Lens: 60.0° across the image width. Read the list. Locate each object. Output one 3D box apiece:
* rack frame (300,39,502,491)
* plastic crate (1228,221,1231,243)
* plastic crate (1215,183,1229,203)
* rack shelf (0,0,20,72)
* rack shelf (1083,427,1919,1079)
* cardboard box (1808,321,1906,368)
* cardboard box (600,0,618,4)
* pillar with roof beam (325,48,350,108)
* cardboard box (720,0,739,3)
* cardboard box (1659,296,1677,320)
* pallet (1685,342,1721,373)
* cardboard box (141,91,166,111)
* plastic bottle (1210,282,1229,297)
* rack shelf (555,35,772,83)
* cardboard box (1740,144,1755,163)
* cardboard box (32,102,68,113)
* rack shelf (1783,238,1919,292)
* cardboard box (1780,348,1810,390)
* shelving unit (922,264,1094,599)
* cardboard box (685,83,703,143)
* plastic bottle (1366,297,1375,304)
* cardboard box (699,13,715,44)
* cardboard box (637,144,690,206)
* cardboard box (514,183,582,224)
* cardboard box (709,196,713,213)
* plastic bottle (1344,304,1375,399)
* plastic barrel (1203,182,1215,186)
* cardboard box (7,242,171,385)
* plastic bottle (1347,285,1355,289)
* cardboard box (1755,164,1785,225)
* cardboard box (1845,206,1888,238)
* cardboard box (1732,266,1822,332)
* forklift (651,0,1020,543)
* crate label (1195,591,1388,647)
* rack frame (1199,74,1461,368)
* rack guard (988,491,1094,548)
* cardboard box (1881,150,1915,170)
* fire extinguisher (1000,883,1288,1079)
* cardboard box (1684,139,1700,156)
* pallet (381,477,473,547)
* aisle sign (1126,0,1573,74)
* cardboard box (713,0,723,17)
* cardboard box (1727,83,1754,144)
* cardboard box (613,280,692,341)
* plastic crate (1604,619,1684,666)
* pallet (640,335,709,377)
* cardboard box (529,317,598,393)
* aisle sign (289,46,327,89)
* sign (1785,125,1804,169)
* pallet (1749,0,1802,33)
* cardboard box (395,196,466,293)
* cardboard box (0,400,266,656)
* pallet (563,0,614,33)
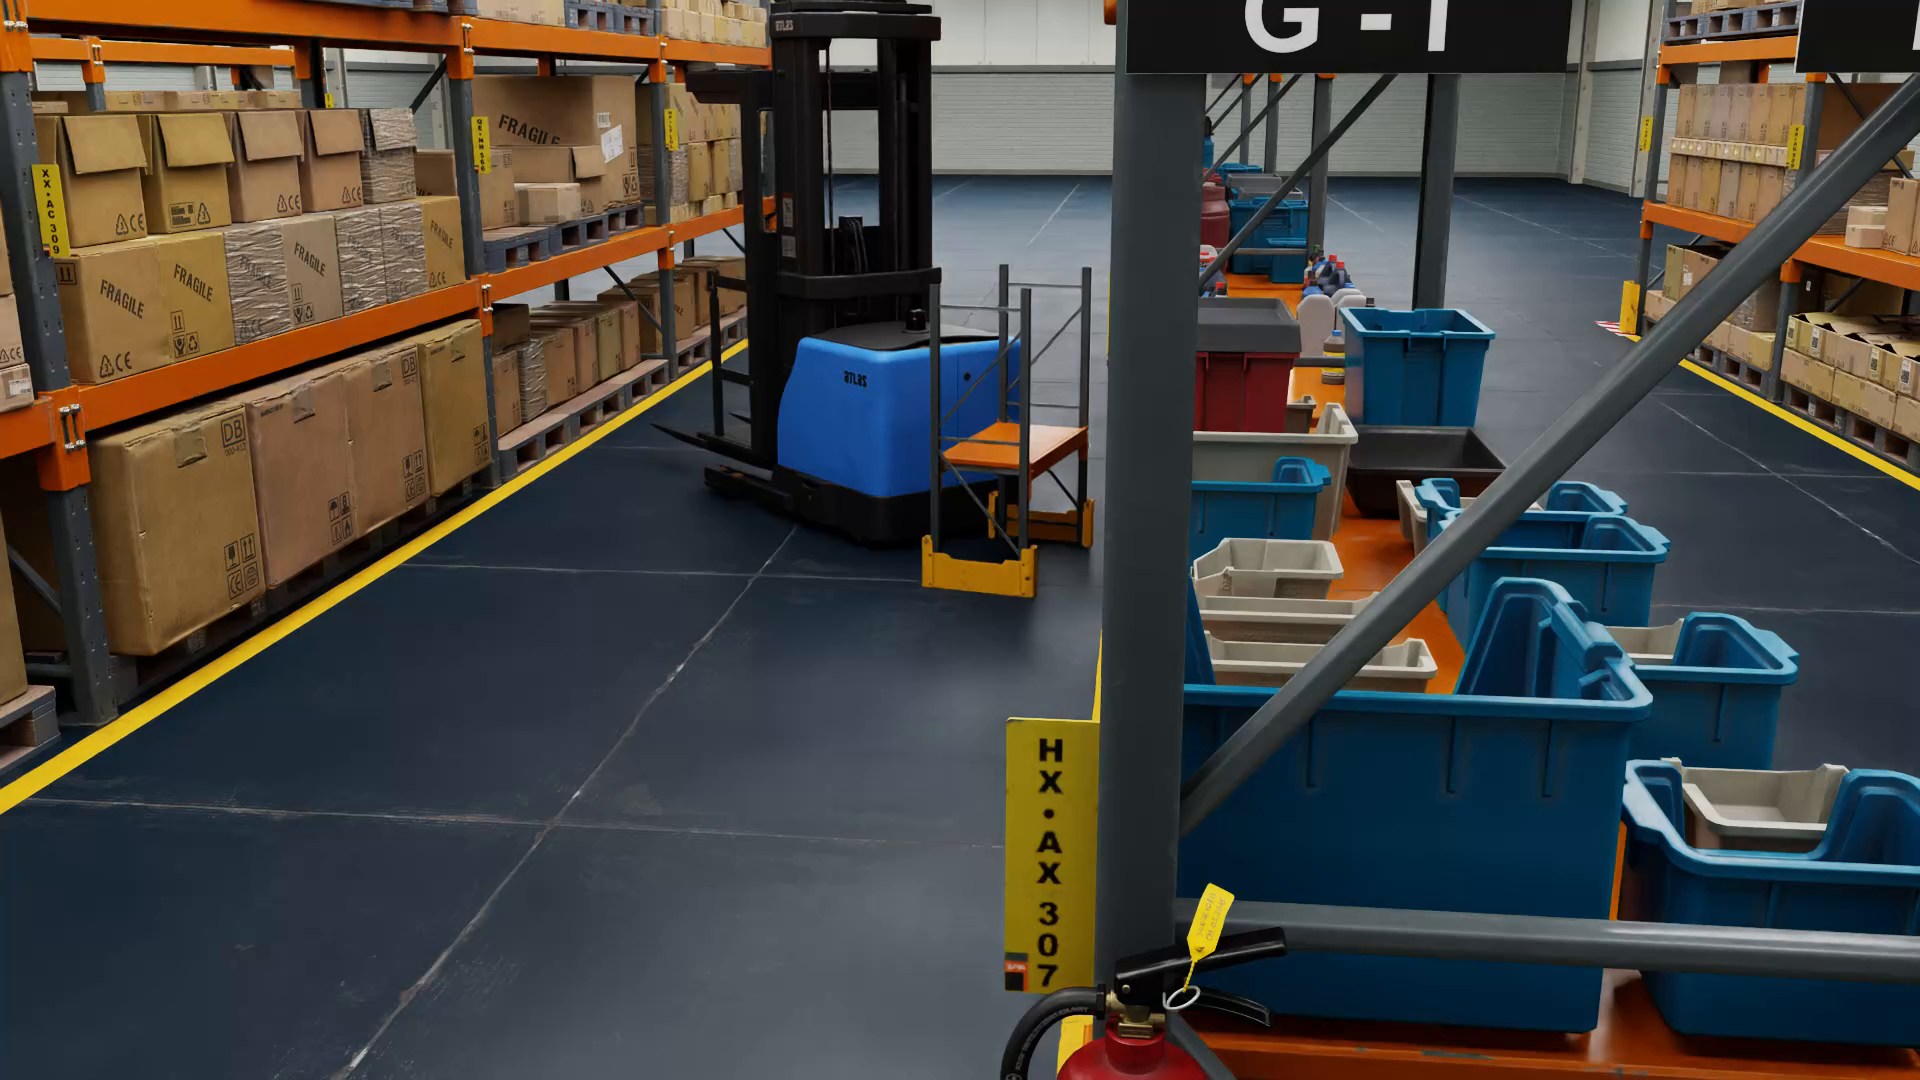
[{"bbox_3d":[-3.371,-1.781,10.003,1.000,3.000,0.127,2,15,6],"label":"rack frame"},{"bbox_3d":[2.086,-2.111,11.627,0.450,0.188,0.662,2,15,6],"label":"plastic crate"},{"bbox_3d":[2.187,-2.775,13.797,0.767,0.338,0.504,2,15,6],"label":"plastic crate"},{"bbox_3d":[-4.048,-1.326,3.951,1.077,0.370,4.000,2,15,6],"label":"rack shelf"},{"bbox_3d":[0.874,0.268,3.803,1.077,0.370,4.000,2,15,6],"label":"rack shelf"},{"bbox_3d":[6.567,-1.443,12.139,0.500,0.311,0.500,2,15,6],"label":"cardboard box"},{"bbox_3d":[-3.071,-4.400,12.940,0.797,0.503,0.637,1,15,3],"label":"cardboard box"},{"bbox_3d":[-11.235,-13.133,40.491,9.100,9.000,0.400,2,15,6],"label":"pillar with roof beam"},{"bbox_3d":[-2.391,-5.328,15.654,0.500,0.500,0.500,2,15,6],"label":"cardboard box"},{"bbox_3d":[7.040,-2.177,15.928,0.500,0.250,0.500,2,15,6],"label":"cardboard box"},{"bbox_3d":[7.190,-1.702,15.053,1.003,0.211,1.213,2,15,6],"label":"pallet"},{"bbox_3d":[-7.814,-3.825,15.207,0.875,0.550,0.550,2,15,6],"label":"cardboard box"},{"bbox_3d":[1.042,-0.866,6.712,0.144,0.351,0.185,2,15,6],"label":"plastic bottle"},{"bbox_3d":[-2.694,-4.438,15.461,1.077,0.370,4.000,2,15,6],"label":"rack shelf"},{"bbox_3d":[6.886,-3.294,14.161,0.380,0.149,0.250,2,15,8],"label":"cardboard box"},{"bbox_3d":[-7.886,-3.393,13.857,0.700,0.500,0.500,1,15,5],"label":"cardboard box"},{"bbox_3d":[6.698,-1.660,10.933,1.077,0.370,4.000,2,15,6],"label":"rack shelf"},{"bbox_3d":[6.632,-1.304,12.701,0.500,0.250,0.500,1,15,5],"label":"cardboard box"},{"bbox_3d":[0.269,-0.595,8.490,0.587,1.500,1.083,6,16,20],"label":"shelving unit"},{"bbox_3d":[-2.561,-3.732,14.541,0.500,0.500,0.500,2,15,6],"label":"cardboard box"},{"bbox_3d":[1.665,-0.855,6.799,0.061,0.283,0.133,2,15,6],"label":"plastic bottle"},{"bbox_3d":[-2.493,-4.569,14.855,0.500,0.250,0.500,1,15,4],"label":"cardboard box"},{"bbox_3d":[-2.807,-3.126,14.213,0.875,0.500,0.500,2,15,6],"label":"cardboard box"},{"bbox_3d":[-2.953,-2.340,11.551,0.500,0.250,0.500,1,15,5],"label":"cardboard box"},{"bbox_3d":[-2.480,-3.069,15.248,0.380,0.149,0.250,2,15,6],"label":"cardboard box"},{"bbox_3d":[1.466,-0.666,5.975,0.144,0.351,0.185,2,15,6],"label":"plastic bottle"},{"bbox_3d":[1.502,-2.072,10.863,0.421,0.512,0.421,0,15,0],"label":"plastic barrel"},{"bbox_3d":[-3.522,-0.904,6.568,0.500,0.500,0.500,2,15,6],"label":"cardboard box"},{"bbox_3d":[1.701,-0.974,7.265,0.097,0.271,0.097,0,15,0],"label":"plastic bottle"},{"bbox_3d":[7.020,-2.827,13.677,0.700,0.500,0.500,2,15,6],"label":"cardboard box"},{"bbox_3d":[6.911,-2.325,12.300,0.500,0.250,0.500,3,15,10],"label":"cardboard box"},{"bbox_3d":[6.826,-2.019,13.910,0.500,0.500,0.500,2,15,6],"label":"cardboard box"},{"bbox_3d":[-0.912,-1.726,9.931,1.130,2.935,3.031,-11,19,-35],"label":"forklift"},{"bbox_3d":[0.614,0.173,3.165,0.396,0.136,0.243,2,15,6],"label":"crate label"},{"bbox_3d":[1.099,-0.598,5.627,1.000,3.000,0.127,2,15,6],"label":"rack frame"},{"bbox_3d":[0.442,-0.114,9.104,0.587,0.250,0.087,6,16,20],"label":"rack guard"},{"bbox_3d":[7.146,-2.951,12.896,0.380,0.149,0.250,2,15,6],"label":"cardboard box"},{"bbox_3d":[0.179,0.683,1.754,0.296,0.674,0.183,2,15,6],"label":"fire extinguisher"},{"bbox_3d":[7.060,-3.696,15.651,0.380,0.149,0.250,2,15,6],"label":"cardboard box"},{"bbox_3d":[-3.534,-0.233,9.619,1.003,0.211,1.213,2,15,6],"label":"pallet"},{"bbox_3d":[0.349,-0.805,1.414,0.394,0.787,0.004,2,15,6],"label":"aisle sign"},{"bbox_3d":[-2.420,-4.936,15.447,0.380,0.149,0.250,1,15,3],"label":"cardboard box"},{"bbox_3d":[7.137,-3.706,14.445,0.700,0.500,0.500,2,15,6],"label":"cardboard box"},{"bbox_3d":[-2.777,-2.066,15.041,0.500,0.500,0.500,7,17,24],"label":"cardboard box"},{"bbox_3d":[1.198,0.227,2.967,0.250,0.136,0.298,2,15,6],"label":"plastic crate"},{"bbox_3d":[-2.879,-1.648,14.852,1.003,0.211,1.213,2,15,6],"label":"pallet"},{"bbox_3d":[-3.145,-1.398,12.530,0.700,0.500,0.500,0,15,1],"label":"cardboard box"},{"bbox_3d":[-7.079,-5.293,18.010,0.394,0.787,0.004,2,15,6],"label":"aisle sign"},{"bbox_3d":[6.372,-2.998,12.693,0.100,0.325,0.005,2,15,6],"label":"sign"},{"bbox_3d":[6.994,-4.153,13.198,1.003,0.211,1.213,2,15,6],"label":"pallet"},{"bbox_3d":[-3.180,-1.694,9.490,0.500,0.500,0.500,2,15,8],"label":"cardboard box"},{"bbox_3d":[-3.770,-0.088,7.005,1.225,0.875,0.875,2,15,6],"label":"cardboard box"},{"bbox_3d":[-3.209,-3.750,11.897,1.213,0.211,1.003,2,15,6],"label":"pallet"}]
